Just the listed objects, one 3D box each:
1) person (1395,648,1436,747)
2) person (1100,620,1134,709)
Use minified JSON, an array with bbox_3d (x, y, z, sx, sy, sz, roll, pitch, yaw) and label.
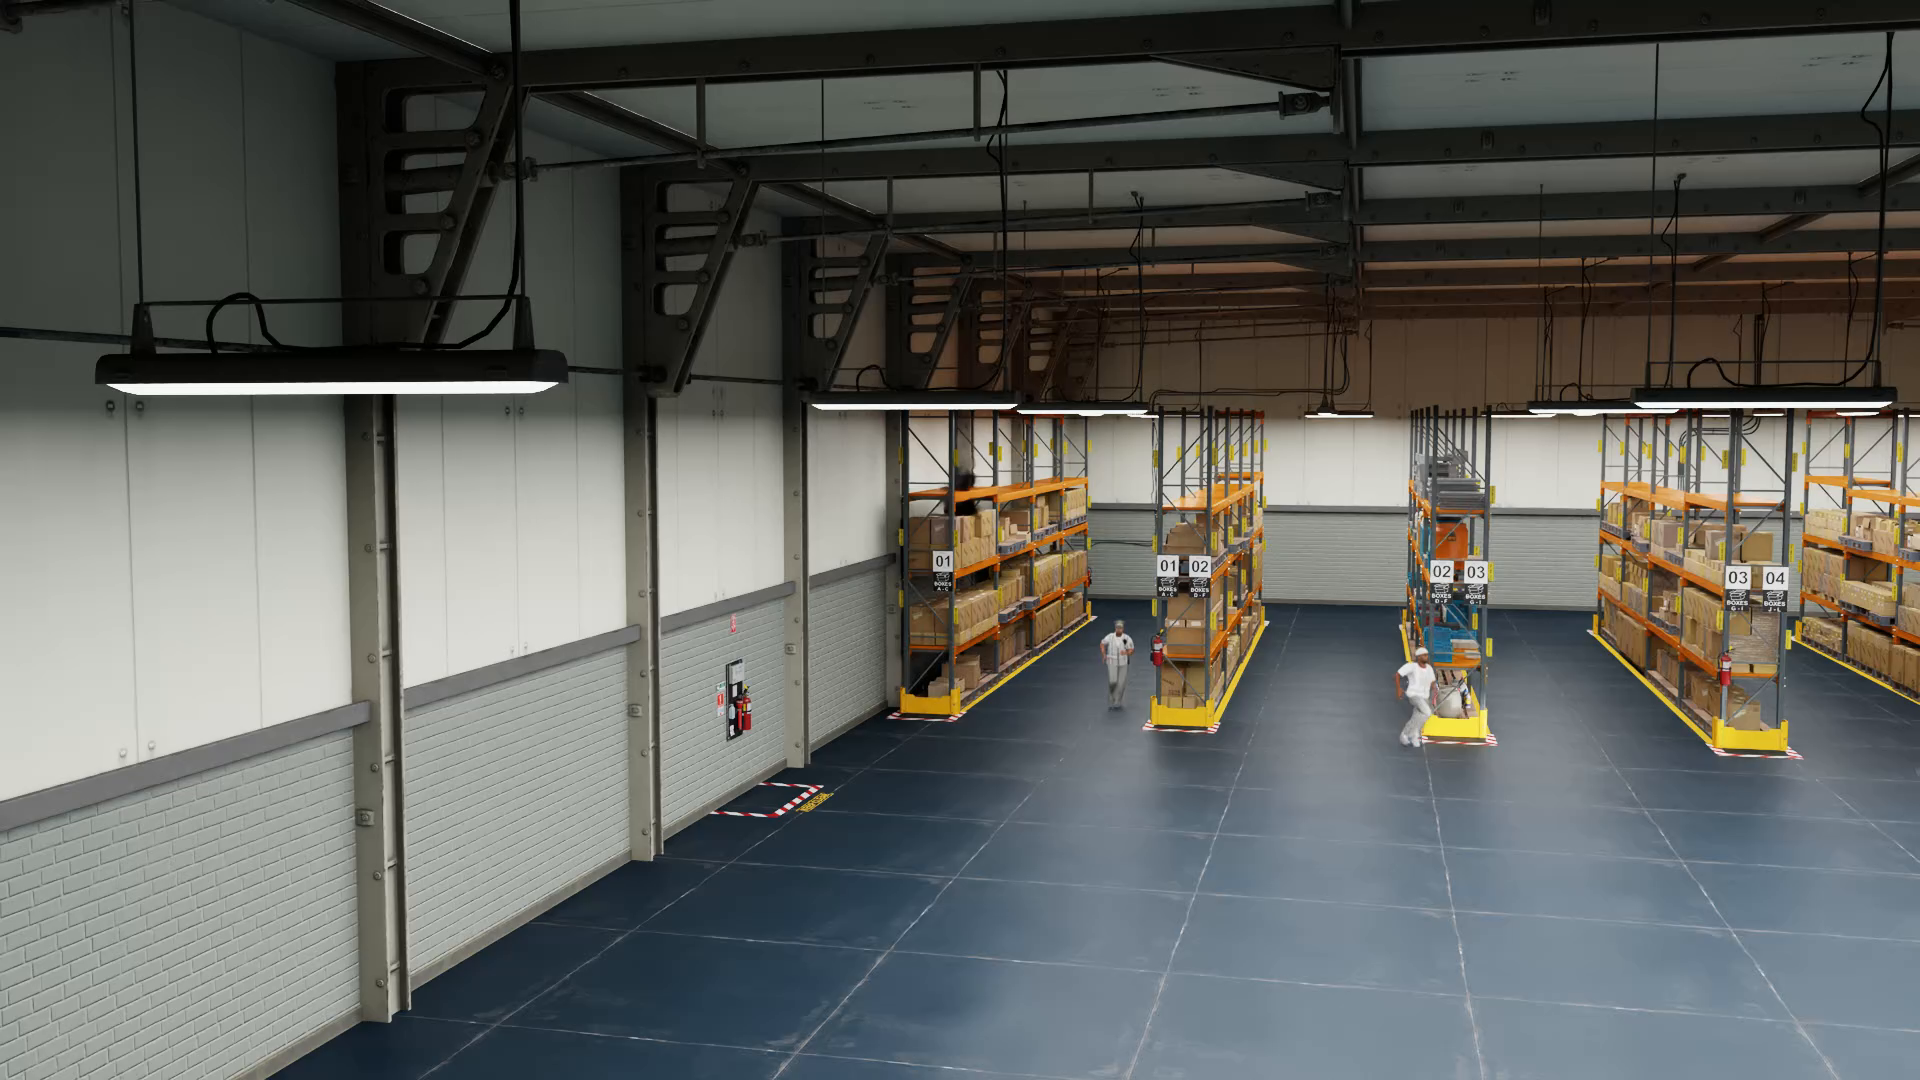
[{"bbox_3d":[8.086,2.748,29.205,0.717,1.699,0.669,-2,5,-31],"label":"person"},{"bbox_3d":[3.137,2.474,33.035,0.652,1.769,0.653,0,4,-1],"label":"person"}]
